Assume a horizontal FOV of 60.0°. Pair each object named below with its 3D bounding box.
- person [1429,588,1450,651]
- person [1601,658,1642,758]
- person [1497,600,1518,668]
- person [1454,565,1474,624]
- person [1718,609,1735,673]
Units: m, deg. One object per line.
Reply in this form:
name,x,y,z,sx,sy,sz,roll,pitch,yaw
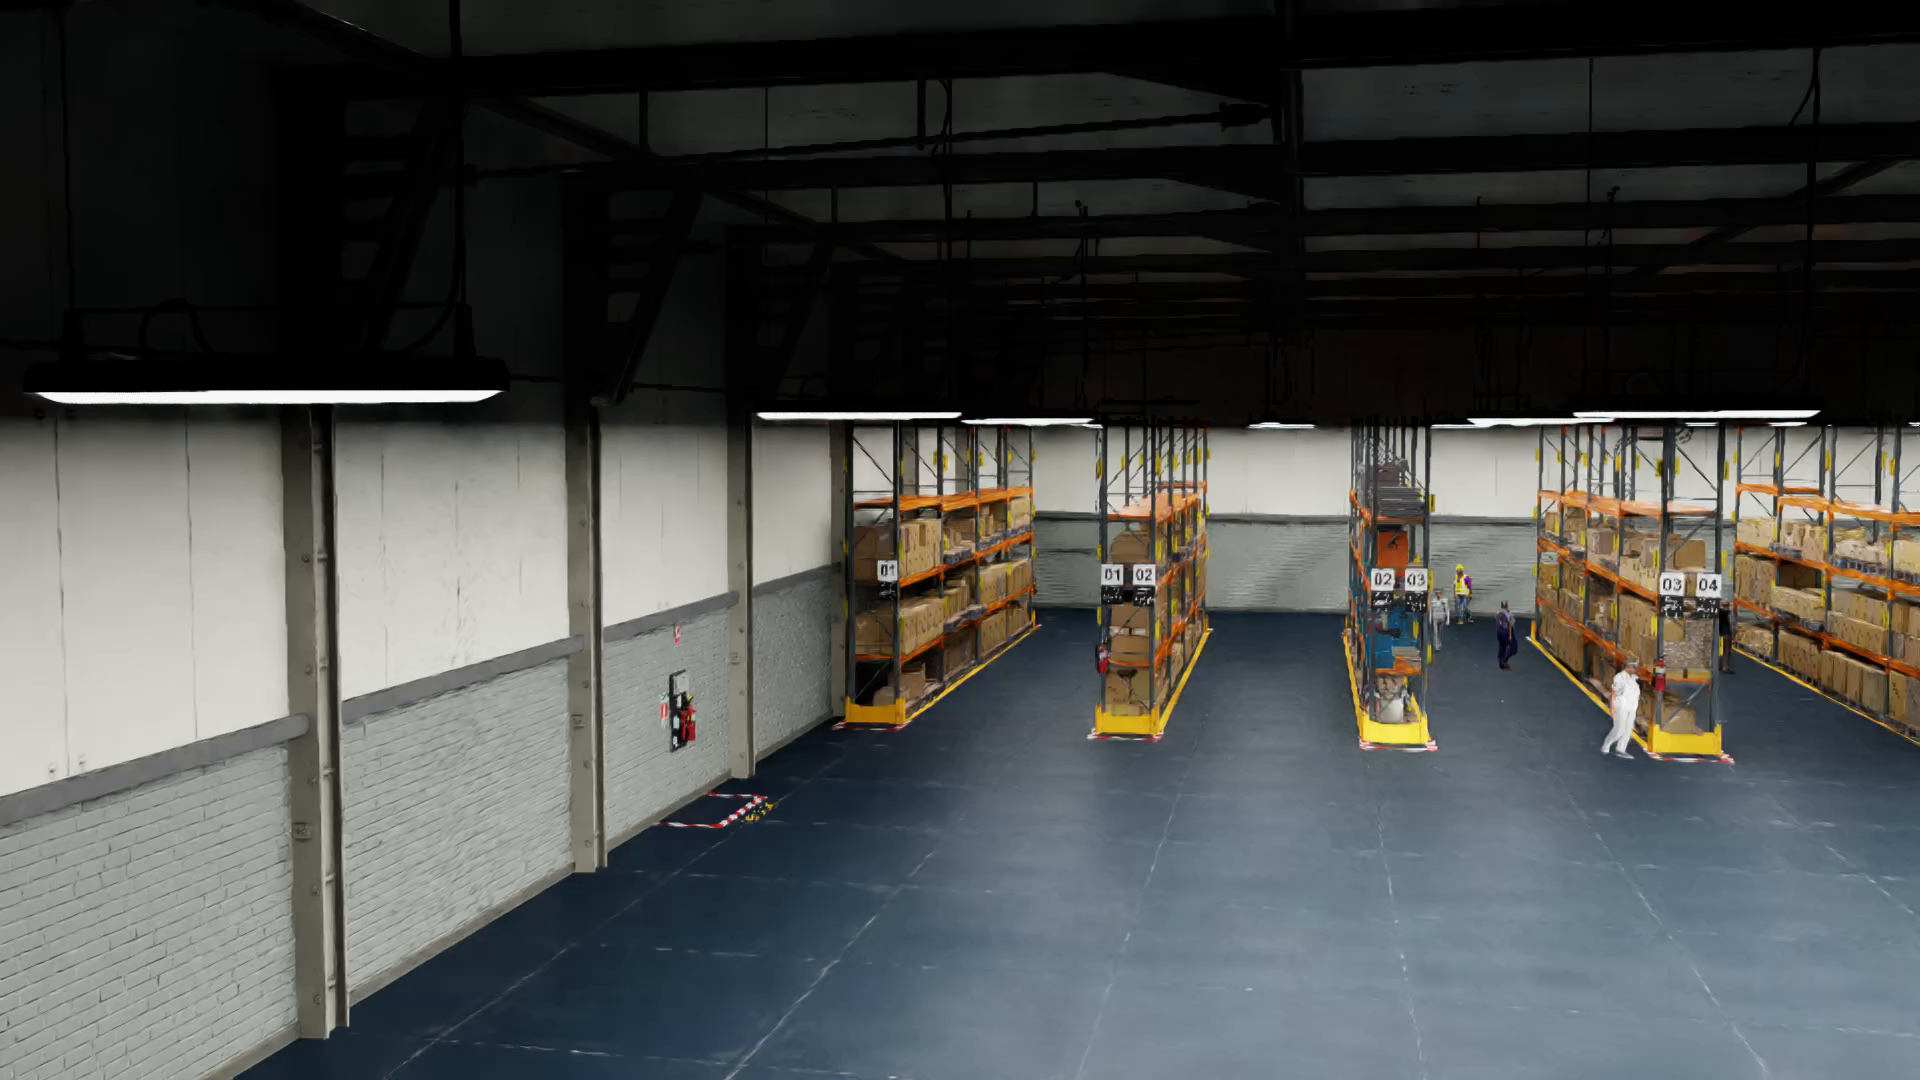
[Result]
person,6.218,1.291,42.605,12.547,3.171,4.152,1,4,11
person,11.521,2.916,29.033,0.551,1.753,0.557,-2,4,-24
person,17.219,2.650,33.982,4.731,1.636,14.198,-1,4,-18
person,14.785,1.600,48.878,0.574,1.751,0.595,-3,5,-42
person,18.015,2.362,39.085,0.448,1.496,0.505,-1,4,-18
